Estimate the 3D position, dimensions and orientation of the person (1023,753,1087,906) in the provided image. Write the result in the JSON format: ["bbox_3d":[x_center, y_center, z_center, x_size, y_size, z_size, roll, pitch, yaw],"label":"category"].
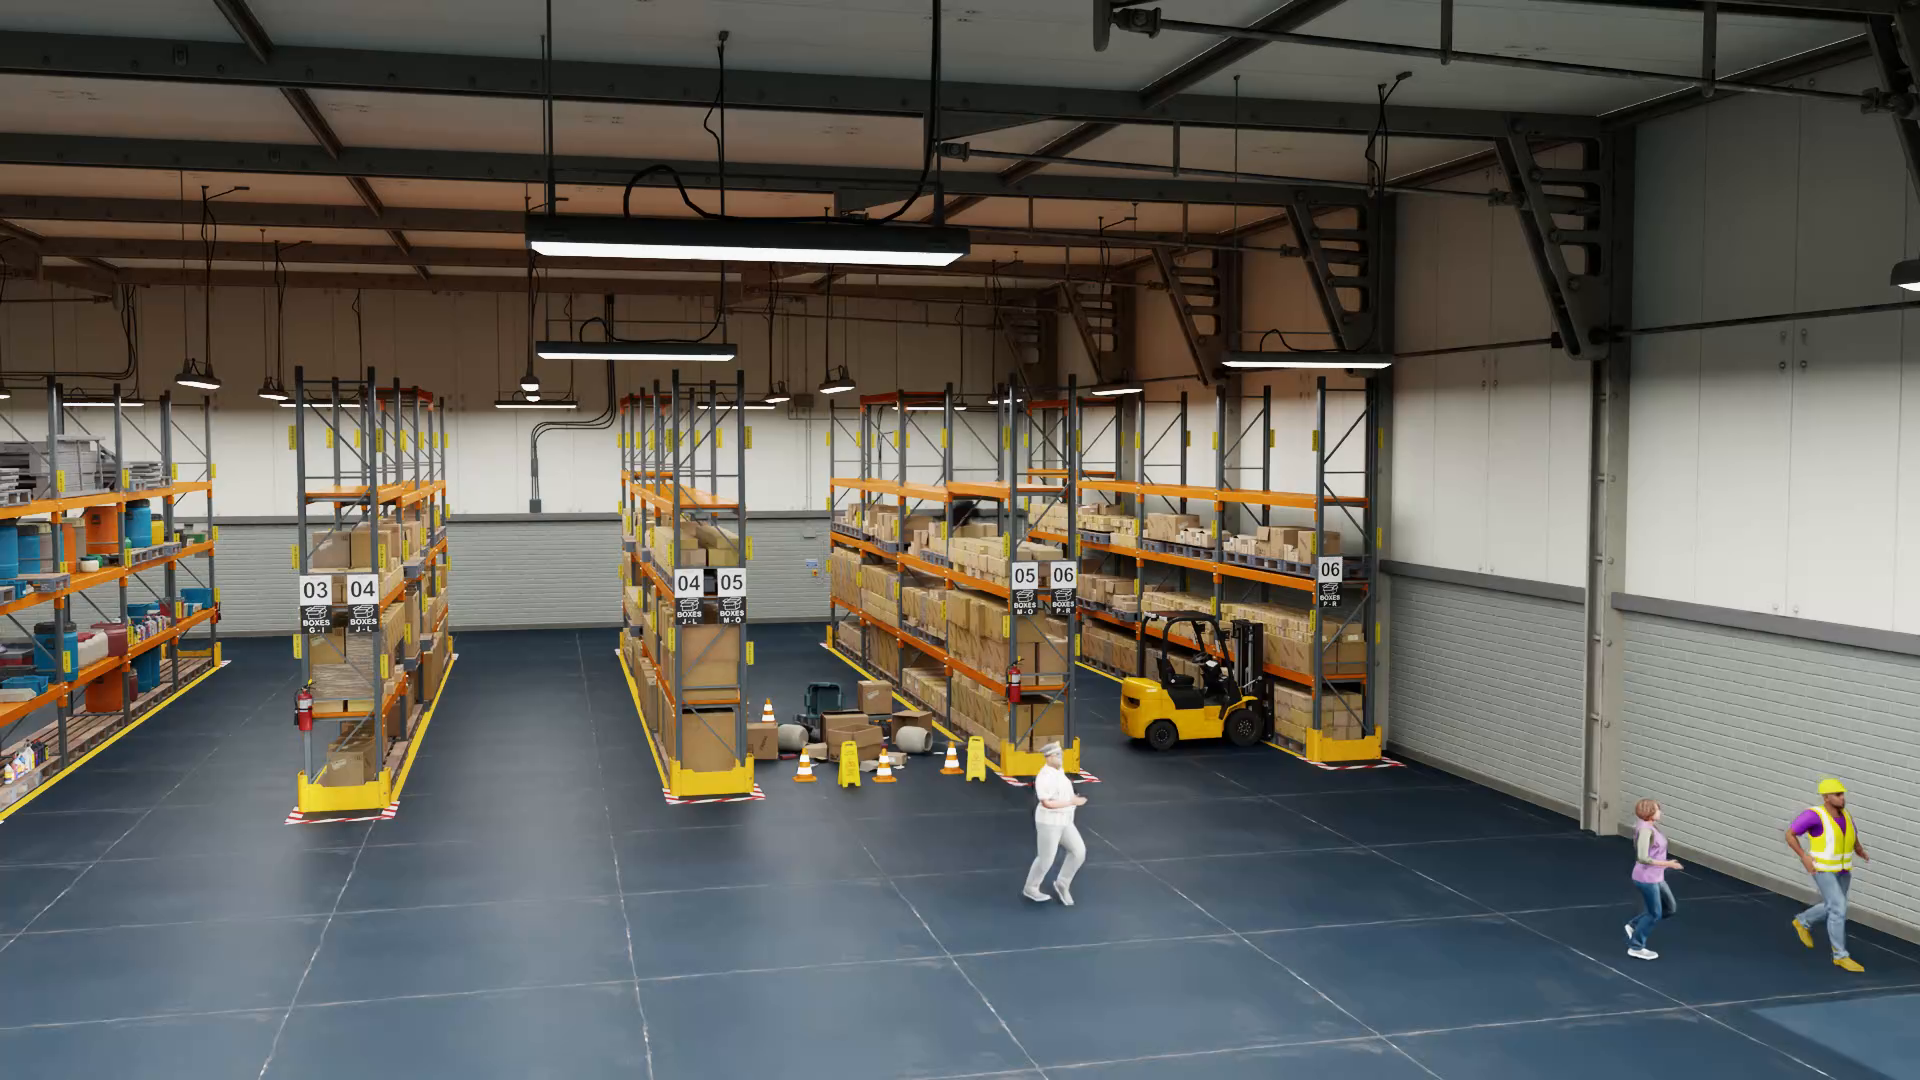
[{"bbox_3d":[1.036,3.086,17.881,0.736,1.770,0.637,2,4,33],"label":"person"}]

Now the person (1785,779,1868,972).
[{"bbox_3d":[8.319,3.157,15.941,0.717,1.760,0.877,-1,4,-22],"label":"person"}]

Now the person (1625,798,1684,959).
[{"bbox_3d":[6.684,3.261,15.998,0.536,1.556,0.526,2,4,30],"label":"person"}]
